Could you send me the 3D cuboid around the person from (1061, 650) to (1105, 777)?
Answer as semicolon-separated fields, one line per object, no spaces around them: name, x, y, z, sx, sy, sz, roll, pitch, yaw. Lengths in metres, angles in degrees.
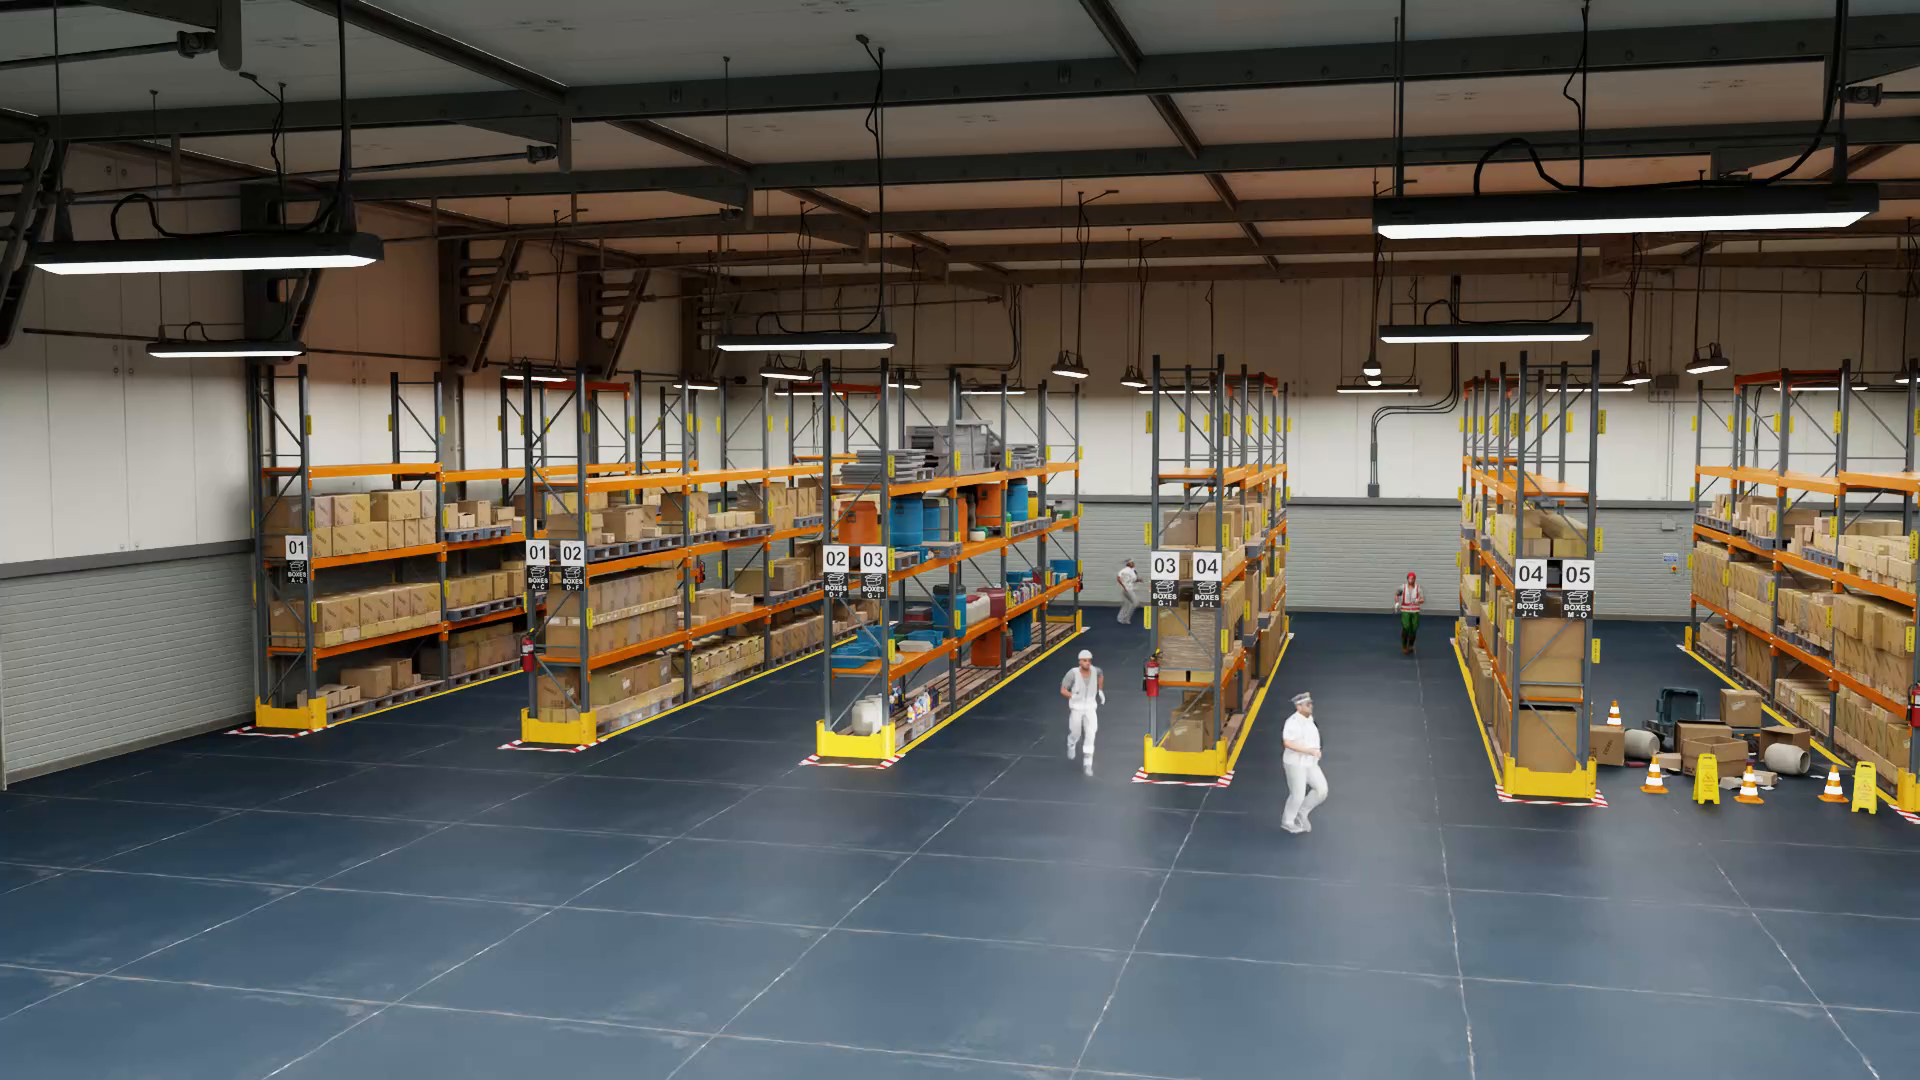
person;1.773;2.456;24.101;0.690;1.772;1.052;-1;4;-13

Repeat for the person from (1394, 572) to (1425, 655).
person;9.840;1.603;36.362;0.641;1.800;0.719;1;4;9

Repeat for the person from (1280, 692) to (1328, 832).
person;4.213;2.730;20.319;0.663;1.763;0.647;-4;5;-43

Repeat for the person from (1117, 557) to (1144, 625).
person;4.289;1.285;41.914;0.687;1.724;0.549;2;4;25
